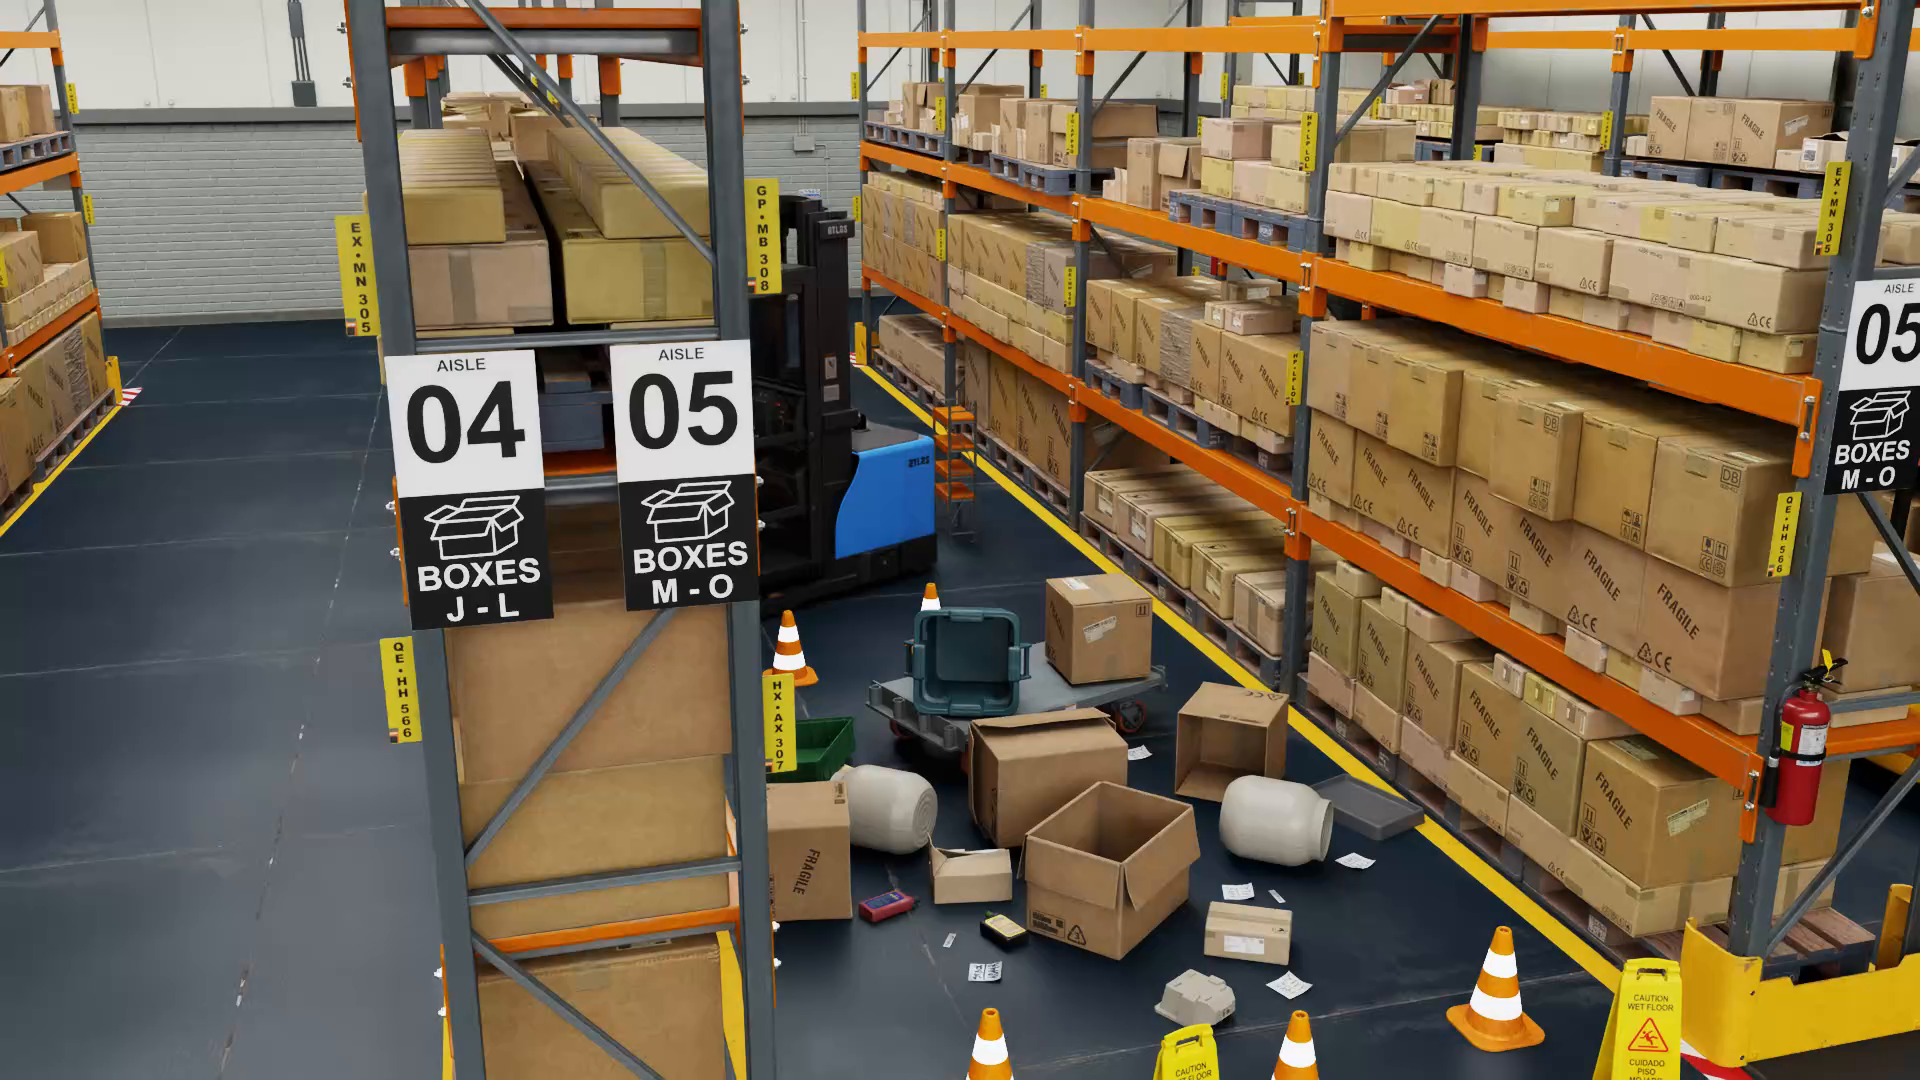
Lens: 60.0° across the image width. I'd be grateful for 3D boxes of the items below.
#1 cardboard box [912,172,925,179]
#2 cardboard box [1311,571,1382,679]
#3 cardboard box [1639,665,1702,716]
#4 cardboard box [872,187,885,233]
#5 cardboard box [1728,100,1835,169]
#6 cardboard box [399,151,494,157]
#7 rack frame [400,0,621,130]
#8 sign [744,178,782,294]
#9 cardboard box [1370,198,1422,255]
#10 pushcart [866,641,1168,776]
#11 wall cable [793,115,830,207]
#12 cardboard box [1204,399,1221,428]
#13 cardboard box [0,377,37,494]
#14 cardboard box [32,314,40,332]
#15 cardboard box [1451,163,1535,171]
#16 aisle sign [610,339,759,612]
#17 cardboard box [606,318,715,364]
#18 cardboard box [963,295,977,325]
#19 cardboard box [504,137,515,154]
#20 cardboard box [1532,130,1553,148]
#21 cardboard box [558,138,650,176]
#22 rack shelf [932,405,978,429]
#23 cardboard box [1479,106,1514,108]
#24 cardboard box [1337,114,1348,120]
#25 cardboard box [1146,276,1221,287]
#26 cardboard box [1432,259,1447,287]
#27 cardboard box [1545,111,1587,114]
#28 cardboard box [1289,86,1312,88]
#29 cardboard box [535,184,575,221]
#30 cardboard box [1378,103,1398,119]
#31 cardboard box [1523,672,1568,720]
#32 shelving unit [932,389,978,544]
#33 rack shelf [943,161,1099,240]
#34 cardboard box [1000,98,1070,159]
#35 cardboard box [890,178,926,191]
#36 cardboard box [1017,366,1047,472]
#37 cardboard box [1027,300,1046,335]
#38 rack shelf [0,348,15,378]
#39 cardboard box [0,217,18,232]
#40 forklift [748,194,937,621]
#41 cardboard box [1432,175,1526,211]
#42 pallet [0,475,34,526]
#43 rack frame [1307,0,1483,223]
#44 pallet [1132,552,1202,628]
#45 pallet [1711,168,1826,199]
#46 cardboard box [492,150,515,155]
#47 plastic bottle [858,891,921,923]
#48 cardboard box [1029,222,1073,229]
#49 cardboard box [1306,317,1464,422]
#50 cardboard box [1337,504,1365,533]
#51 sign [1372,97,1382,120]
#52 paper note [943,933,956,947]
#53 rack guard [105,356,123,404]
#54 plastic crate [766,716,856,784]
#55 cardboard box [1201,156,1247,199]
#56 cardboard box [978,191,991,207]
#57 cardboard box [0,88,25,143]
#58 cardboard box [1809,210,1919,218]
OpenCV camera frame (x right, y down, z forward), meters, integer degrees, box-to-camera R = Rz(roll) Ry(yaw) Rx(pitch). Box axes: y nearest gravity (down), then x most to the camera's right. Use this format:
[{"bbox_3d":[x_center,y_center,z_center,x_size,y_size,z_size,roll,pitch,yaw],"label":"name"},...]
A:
[{"bbox_3d":[-0.381,-4.463,20.557,0.380,0.149,0.250,-4,17,-14],"label":"cardboard box"},{"bbox_3d":[2.435,0.483,9.876,0.500,0.500,0.500,-4,17,-13],"label":"cardboard box"},{"bbox_3d":[3.147,0.621,7.108,0.380,0.149,0.250,-5,17,-16],"label":"cardboard box"},{"bbox_3d":[-0.758,-4.007,20.164,0.500,0.500,0.500,-5,17,-17],"label":"cardboard box"},{"bbox_3d":[6.449,-3.190,13.067,0.500,0.500,0.500,-4,17,-14],"label":"cardboard box"},{"bbox_3d":[-1.938,-1.368,6.224,0.380,0.149,0.250,-5,17,-15],"label":"cardboard box"},{"bbox_3d":[-2.199,-2.912,8.004,1.000,3.000,0.127,-5,17,-15],"label":"rack frame"},{"bbox_3d":[-0.564,-0.868,4.756,0.100,0.325,0.005,-5,17,-15],"label":"sign"},{"bbox_3d":[2.541,-1.680,8.861,0.500,0.250,0.500,-5,17,-16],"label":"cardboard box"},{"bbox_3d":[0.354,0.992,9.994,1.648,0.377,0.936,-12,20,-34],"label":"pushcart"},{"bbox_3d":[-2.337,-5.837,26.349,0.585,1.953,0.123,-5,17,-15],"label":"wall cable"},{"bbox_3d":[1.892,-0.872,11.349,0.380,0.149,0.250,-5,17,-15],"label":"cardboard box"},{"bbox_3d":[-8.999,-0.896,14.683,1.225,0.875,0.875,-5,17,-15],"label":"cardboard box"},{"bbox_3d":[-9.175,-2.093,16.144,0.380,0.149,0.250,-5,17,-17],"label":"cardboard box"},{"bbox_3d":[2.975,-2.020,9.299,0.380,0.149,0.250,-5,17,-17],"label":"cardboard box"},{"bbox_3d":[-0.792,-0.182,4.824,0.394,0.787,0.004,-5,17,-15],"label":"aisle sign"},{"bbox_3d":[-0.886,-0.618,5.114,0.380,0.149,0.250,-5,17,-15],"label":"cardboard box"},{"bbox_3d":[0.345,-2.314,16.701,0.500,0.250,0.500,-5,17,-17],"label":"cardboard box"},{"bbox_3d":[-3.199,-2.809,12.701,0.500,0.500,0.500,-5,17,-15],"label":"cardboard box"},{"bbox_3d":[5.666,-3.806,15.762,0.380,0.149,0.250,-5,17,-15],"label":"cardboard box"},{"bbox_3d":[-1.513,-1.630,7.097,0.380,0.149,0.250,-5,17,-15],"label":"cardboard box"},{"bbox_3d":[-0.045,-0.997,13.819,0.258,0.148,0.480,-5,17,-15],"label":"rack shelf"},{"bbox_3d":[5.580,-4.413,17.231,0.380,0.149,0.250,-5,18,-17],"label":"cardboard box"},{"bbox_3d":[4.579,-4.828,19.341,0.500,0.250,0.500,-5,18,-17],"label":"cardboard box"},{"bbox_3d":[1.826,-1.852,13.484,0.500,0.500,0.500,-5,17,-17],"label":"cardboard box"},{"bbox_3d":[2.668,-1.385,8.571,0.380,0.149,0.250,-5,18,-17],"label":"cardboard box"},{"bbox_3d":[5.964,-4.126,16.309,0.380,0.149,0.250,-5,17,-16],"label":"cardboard box"},{"bbox_3d":[4.539,-5.673,21.284,0.500,0.250,0.500,-5,17,-17],"label":"cardboard box"},{"bbox_3d":[-1.403,-1.261,6.562,0.500,0.250,0.500,-5,17,-16],"label":"cardboard box"},{"bbox_3d":[4.766,-4.655,18.036,0.380,0.149,0.250,-4,17,-14],"label":"cardboard box"},{"bbox_3d":[2.930,0.727,7.936,0.380,0.149,0.250,-4,17,-14],"label":"cardboard box"},{"bbox_3d":[-0.045,-0.620,13.932,0.258,1.200,0.503,-5,17,-15],"label":"shelving unit"},{"bbox_3d":[0.884,-3.210,15.460,1.077,0.370,4.000,-5,17,-15],"label":"rack shelf"},{"bbox_3d":[0.670,-3.715,14.987,0.500,0.500,0.500,-5,17,-15],"label":"cardboard box"},{"bbox_3d":[-0.620,-4.207,19.704,0.380,0.149,0.250,-5,17,-15],"label":"cardboard box"},{"bbox_3d":[1.082,-1.193,15.672,0.875,0.875,0.875,-4,17,-15],"label":"cardboard box"},{"bbox_3d":[0.912,-1.988,14.747,0.500,0.250,0.500,-5,17,-17],"label":"cardboard box"},{"bbox_3d":[-8.645,-0.990,13.284,1.077,0.370,4.000,-5,17,-15],"label":"rack shelf"},{"bbox_3d":[-10.284,-3.131,17.603,0.500,0.500,0.500,-5,17,-17],"label":"cardboard box"},{"bbox_3d":[-1.602,-0.983,12.131,3.031,2.935,1.130,-15,22,-41],"label":"forklift"},{"bbox_3d":[2.632,-1.761,8.436,0.380,0.149,0.250,-5,18,-17],"label":"cardboard box"},{"bbox_3d":[-8.910,-0.345,14.732,1.003,0.211,1.213,-5,17,-15],"label":"pallet"},{"bbox_3d":[2.533,-3.331,9.400,1.000,3.000,0.127,-5,17,-15],"label":"rack frame"},{"bbox_3d":[1.978,0.324,12.506,1.003,0.211,1.213,-5,17,-15],"label":"pallet"},{"bbox_3d":[6.788,-2.814,13.222,1.003,0.211,1.213,-4,17,-13],"label":"pallet"},{"bbox_3d":[-3.032,-2.290,10.399,0.500,0.311,0.500,-5,17,-16],"label":"cardboard box"},{"bbox_3d":[-0.336,1.754,8.007,0.283,0.061,0.133,-12,20,-34],"label":"plastic bottle"},{"bbox_3d":[0.968,-2.810,16.180,0.500,0.500,0.500,-4,17,-14],"label":"cardboard box"},{"bbox_3d":[2.445,-0.989,9.600,0.700,0.500,0.500,-5,17,-16],"label":"cardboard box"},{"bbox_3d":[2.430,-0.160,9.706,0.380,0.149,0.250,-4,17,-14],"label":"cardboard box"},{"bbox_3d":[4.586,-4.704,18.284,0.100,0.325,0.005,-5,17,-15],"label":"sign"},{"bbox_3d":[-0.048,1.862,7.736,0.032,0.001,0.123,4,17,13],"label":"paper note"},{"bbox_3d":[-10.300,-1.803,19.087,1.175,0.500,0.348,-5,17,-15],"label":"rack guard"},{"bbox_3d":[-0.892,1.225,9.448,0.450,0.188,0.662,-6,15,16],"label":"plastic crate"},{"bbox_3d":[1.960,-2.456,11.230,0.500,0.250,0.500,-4,17,-15],"label":"cardboard box"},{"bbox_3d":[0.411,-3.686,17.969,0.380,0.149,0.250,-4,17,-14],"label":"cardboard box"},{"bbox_3d":[-9.618,-4.138,16.221,0.700,0.500,0.500,-4,17,-13],"label":"cardboard box"},{"bbox_3d":[3.646,-1.233,6.679,0.380,0.149,0.250,-5,17,-15],"label":"cardboard box"}]
